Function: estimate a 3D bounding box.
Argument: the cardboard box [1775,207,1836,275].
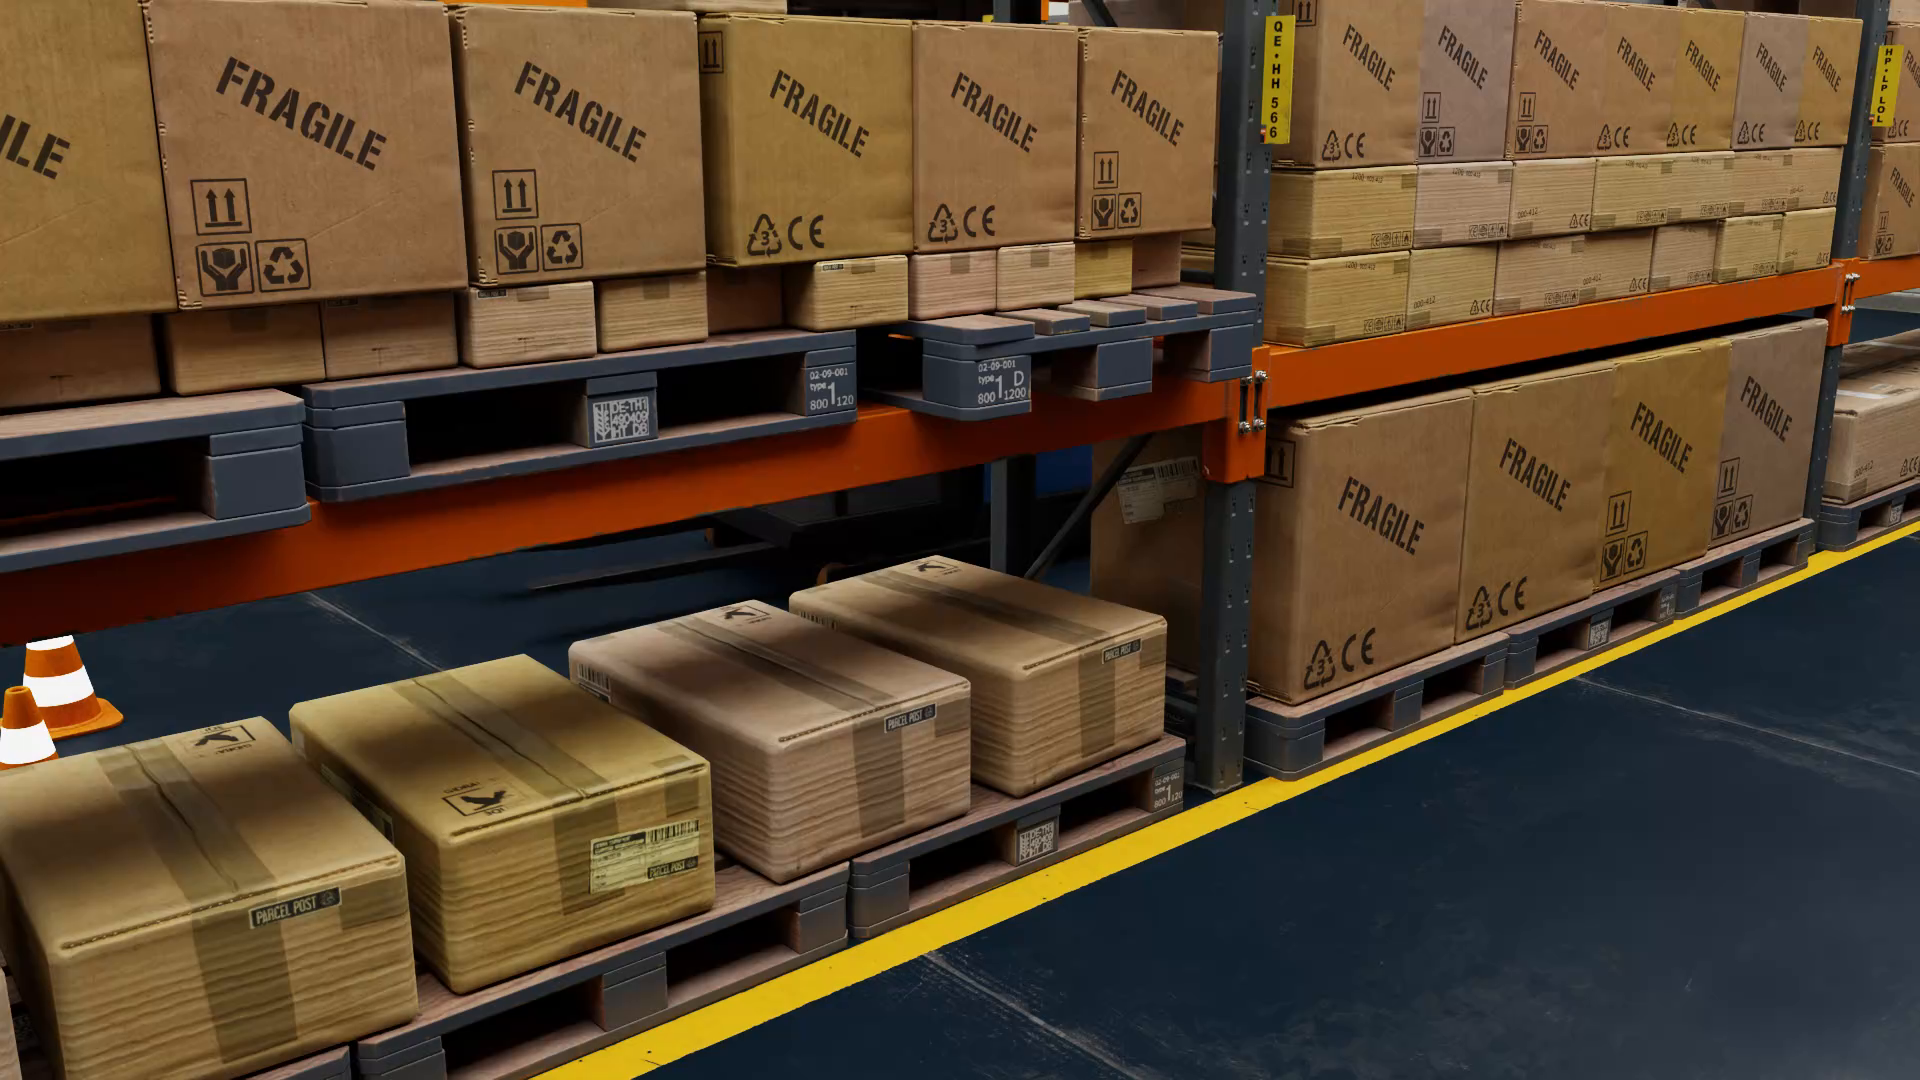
[{"bbox_3d":[3.317,-1.276,7.006,0.500,0.250,0.500,-13,20,-41],"label":"cardboard box"}]

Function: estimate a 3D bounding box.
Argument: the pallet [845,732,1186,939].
[{"bbox_3d":[-0.118,0.683,4.783,1.213,0.211,1.003,-13,19,-39],"label":"pallet"}]

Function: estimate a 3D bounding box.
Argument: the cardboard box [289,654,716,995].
[{"bbox_3d":[-1.088,0.618,3.901,0.625,0.372,0.950,-12,19,-38],"label":"cardboard box"}]

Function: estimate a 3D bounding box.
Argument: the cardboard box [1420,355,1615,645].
[{"bbox_3d":[1.723,-0.224,6.078,0.875,0.875,0.875,-12,19,-39],"label":"cardboard box"}]

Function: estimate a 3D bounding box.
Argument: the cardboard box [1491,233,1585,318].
[{"bbox_3d":[1.782,-0.936,5.731,0.500,0.250,0.500,-12,19,-38],"label":"cardboard box"}]

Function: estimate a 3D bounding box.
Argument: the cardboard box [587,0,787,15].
[{"bbox_3d":[-0.577,-1.172,3.485,0.250,0.149,0.380,-14,20,-42],"label":"cardboard box"}]

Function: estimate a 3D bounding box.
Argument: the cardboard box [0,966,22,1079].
[{"bbox_3d":[-2.151,0.859,3.000,0.625,0.372,0.950,-12,19,-39],"label":"cardboard box"}]

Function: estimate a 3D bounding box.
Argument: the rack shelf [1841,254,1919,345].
[{"bbox_3d":[4.998,-1.465,8.816,4.000,0.370,1.077,-13,19,-39],"label":"rack shelf"}]

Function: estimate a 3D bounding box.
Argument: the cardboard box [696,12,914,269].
[{"bbox_3d":[-0.451,-0.884,3.665,0.500,0.500,0.500,-14,21,-43],"label":"cardboard box"}]

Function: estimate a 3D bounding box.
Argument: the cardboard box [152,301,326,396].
[{"bbox_3d":[-1.342,-0.371,2.999,0.250,0.149,0.380,-12,19,-39],"label":"cardboard box"}]

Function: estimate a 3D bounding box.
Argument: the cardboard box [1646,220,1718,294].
[{"bbox_3d":[2.539,-1.108,6.377,0.500,0.250,0.500,-13,20,-41],"label":"cardboard box"}]

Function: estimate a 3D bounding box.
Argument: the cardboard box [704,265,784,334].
[{"bbox_3d":[-0.602,-0.557,3.695,0.250,0.149,0.380,-12,19,-39],"label":"cardboard box"}]

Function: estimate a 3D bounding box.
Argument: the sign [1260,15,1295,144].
[{"bbox_3d":[0.835,-1.213,4.389,0.005,0.325,0.100,-13,19,-39],"label":"sign"}]

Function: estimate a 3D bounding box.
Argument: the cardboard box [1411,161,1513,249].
[{"bbox_3d":[1.407,-1.090,5.341,0.500,0.250,0.500,-12,19,-38],"label":"cardboard box"}]

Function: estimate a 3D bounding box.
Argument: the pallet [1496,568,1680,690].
[{"bbox_3d":[2.036,0.227,6.492,1.213,0.211,1.003,-13,19,-39],"label":"pallet"}]

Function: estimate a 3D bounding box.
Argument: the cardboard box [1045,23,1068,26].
[{"bbox_3d":[0.664,-3.124,10.926,0.500,0.500,0.500,-12,19,-38],"label":"cardboard box"}]

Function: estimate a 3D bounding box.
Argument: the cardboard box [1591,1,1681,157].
[{"bbox_3d":[2.156,-1.619,5.866,0.500,0.500,0.500,-12,19,-38],"label":"cardboard box"}]

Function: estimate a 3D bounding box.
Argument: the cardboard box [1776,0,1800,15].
[{"bbox_3d":[3.783,-2.456,7.744,0.250,0.149,0.380,-12,19,-38],"label":"cardboard box"}]

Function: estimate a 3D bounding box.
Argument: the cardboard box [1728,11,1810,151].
[{"bbox_3d":[2.932,-1.791,6.513,0.500,0.500,0.500,-12,19,-38],"label":"cardboard box"}]

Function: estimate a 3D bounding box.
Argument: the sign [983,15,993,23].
[{"bbox_3d":[0.105,-1.463,5.171,0.005,0.325,0.100,-13,19,-39],"label":"sign"}]

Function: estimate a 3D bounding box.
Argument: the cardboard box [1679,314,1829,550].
[{"bbox_3d":[3.074,-0.529,7.223,0.875,0.875,0.875,-12,19,-38],"label":"cardboard box"}]

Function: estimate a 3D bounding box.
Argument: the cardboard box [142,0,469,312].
[{"bbox_3d":[-1.244,-0.703,2.985,0.500,0.500,0.500,-13,20,-40],"label":"cardboard box"}]

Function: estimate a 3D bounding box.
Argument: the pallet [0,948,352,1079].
[{"bbox_3d":[-1.959,1.097,3.236,1.213,0.211,1.003,-13,19,-39],"label":"pallet"}]

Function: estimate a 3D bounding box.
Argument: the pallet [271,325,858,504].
[{"bbox_3d":[-0.994,-0.360,3.657,1.213,0.211,1.003,-13,19,-39],"label":"pallet"}]

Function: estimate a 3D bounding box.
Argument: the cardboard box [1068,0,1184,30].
[{"bbox_3d":[0.690,-1.466,5.294,0.500,0.500,0.500,-13,20,-41],"label":"cardboard box"}]

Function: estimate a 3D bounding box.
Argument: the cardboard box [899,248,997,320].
[{"bbox_3d":[-0.131,-0.624,3.948,0.250,0.149,0.380,-14,20,-42],"label":"cardboard box"}]

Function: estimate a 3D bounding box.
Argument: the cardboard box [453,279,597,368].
[{"bbox_3d":[-0.920,-0.447,3.286,0.250,0.149,0.380,-12,19,-37],"label":"cardboard box"}]

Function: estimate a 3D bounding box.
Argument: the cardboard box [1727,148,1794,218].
[{"bbox_3d":[2.944,-1.435,6.630,0.500,0.250,0.500,-12,19,-38],"label":"cardboard box"}]

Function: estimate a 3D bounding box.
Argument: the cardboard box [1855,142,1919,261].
[{"bbox_3d":[4.016,-1.551,7.548,0.500,0.500,0.500,-12,19,-38],"label":"cardboard box"}]

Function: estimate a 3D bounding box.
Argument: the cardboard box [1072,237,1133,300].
[{"bbox_3d":[0.225,-0.717,4.294,0.250,0.149,0.380,-12,19,-39],"label":"cardboard box"}]

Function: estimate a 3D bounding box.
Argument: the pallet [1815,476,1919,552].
[{"bbox_3d":[4.115,-0.240,8.240,1.213,0.211,1.003,-13,19,-39],"label":"pallet"}]

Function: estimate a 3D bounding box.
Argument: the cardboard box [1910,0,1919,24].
[{"bbox_3d":[4.081,-2.368,7.414,0.250,0.149,0.380,-12,19,-39],"label":"cardboard box"}]

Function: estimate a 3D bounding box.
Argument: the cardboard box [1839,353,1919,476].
[{"bbox_3d":[4.709,-0.676,8.619,0.875,0.438,0.875,-13,20,-41],"label":"cardboard box"}]

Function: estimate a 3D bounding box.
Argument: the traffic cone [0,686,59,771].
[{"bbox_3d":[-2.529,0.625,4.515,0.334,0.463,0.336,-13,19,-39],"label":"traffic cone"}]

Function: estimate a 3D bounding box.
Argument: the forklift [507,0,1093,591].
[{"bbox_3d":[-0.558,-1.312,6.983,3.031,2.935,1.130,-10,18,-34],"label":"forklift"}]

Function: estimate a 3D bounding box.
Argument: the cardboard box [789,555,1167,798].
[{"bbox_3d":[0.039,0.364,4.852,0.625,0.372,0.950,-14,21,-43],"label":"cardboard box"}]

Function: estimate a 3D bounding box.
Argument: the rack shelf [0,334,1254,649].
[{"bbox_3d":[-1.037,-0.110,3.742,4.000,0.370,1.077,-13,19,-39],"label":"rack shelf"}]

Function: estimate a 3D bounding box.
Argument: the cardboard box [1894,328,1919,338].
[{"bbox_3d":[6.075,-0.985,9.776,0.875,0.438,0.875,-14,20,-41],"label":"cardboard box"}]

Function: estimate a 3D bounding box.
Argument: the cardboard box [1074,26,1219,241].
[{"bbox_3d":[0.312,-1.060,4.321,0.500,0.500,0.500,-13,20,-41],"label":"cardboard box"}]

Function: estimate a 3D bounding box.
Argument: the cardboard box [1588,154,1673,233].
[{"bbox_3d":[2.182,-1.256,5.960,0.500,0.250,0.500,-12,19,-38],"label":"cardboard box"}]

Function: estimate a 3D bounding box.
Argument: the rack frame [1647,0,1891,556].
[{"bbox_3d":[3.490,-1.474,7.455,0.127,3.000,1.000,-13,19,-39],"label":"rack frame"}]

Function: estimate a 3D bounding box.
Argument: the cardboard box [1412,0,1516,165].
[{"bbox_3d":[1.373,-1.449,5.232,0.500,0.500,0.500,-13,19,-39],"label":"cardboard box"}]

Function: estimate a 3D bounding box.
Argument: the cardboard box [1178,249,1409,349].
[{"bbox_3d":[1.006,-0.758,5.064,0.500,0.250,0.500,-13,20,-40],"label":"cardboard box"}]
